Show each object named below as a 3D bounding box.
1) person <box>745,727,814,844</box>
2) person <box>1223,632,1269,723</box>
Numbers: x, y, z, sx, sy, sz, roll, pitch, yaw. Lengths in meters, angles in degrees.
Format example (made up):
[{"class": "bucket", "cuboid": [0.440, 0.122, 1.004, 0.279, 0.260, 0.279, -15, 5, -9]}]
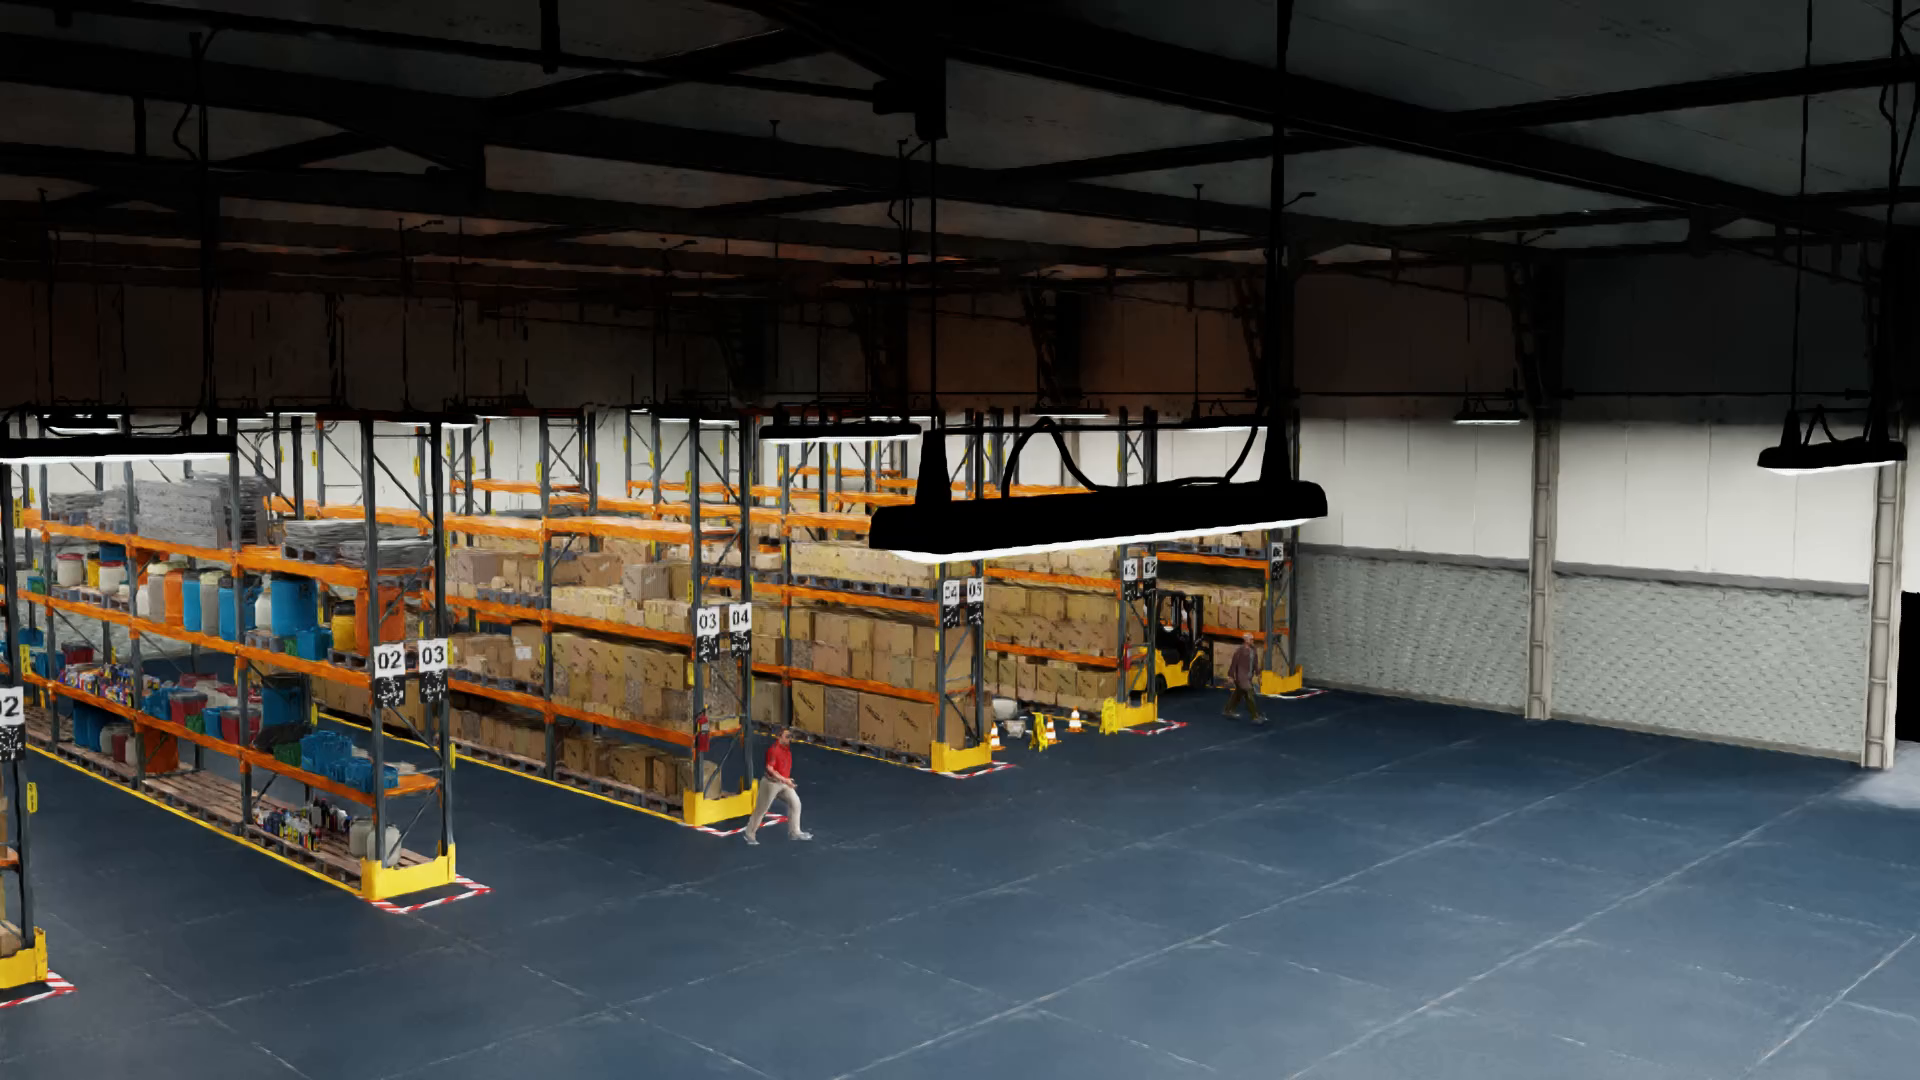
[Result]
[{"class": "person", "cuboid": [-2.566, 3.426, 23.351, 0.865, 1.661, 0.695, 3, 6, 28]}, {"class": "person", "cuboid": [5.545, 2.629, 32.059, 1.115, 1.726, 0.596, 5, 7, 43]}]
